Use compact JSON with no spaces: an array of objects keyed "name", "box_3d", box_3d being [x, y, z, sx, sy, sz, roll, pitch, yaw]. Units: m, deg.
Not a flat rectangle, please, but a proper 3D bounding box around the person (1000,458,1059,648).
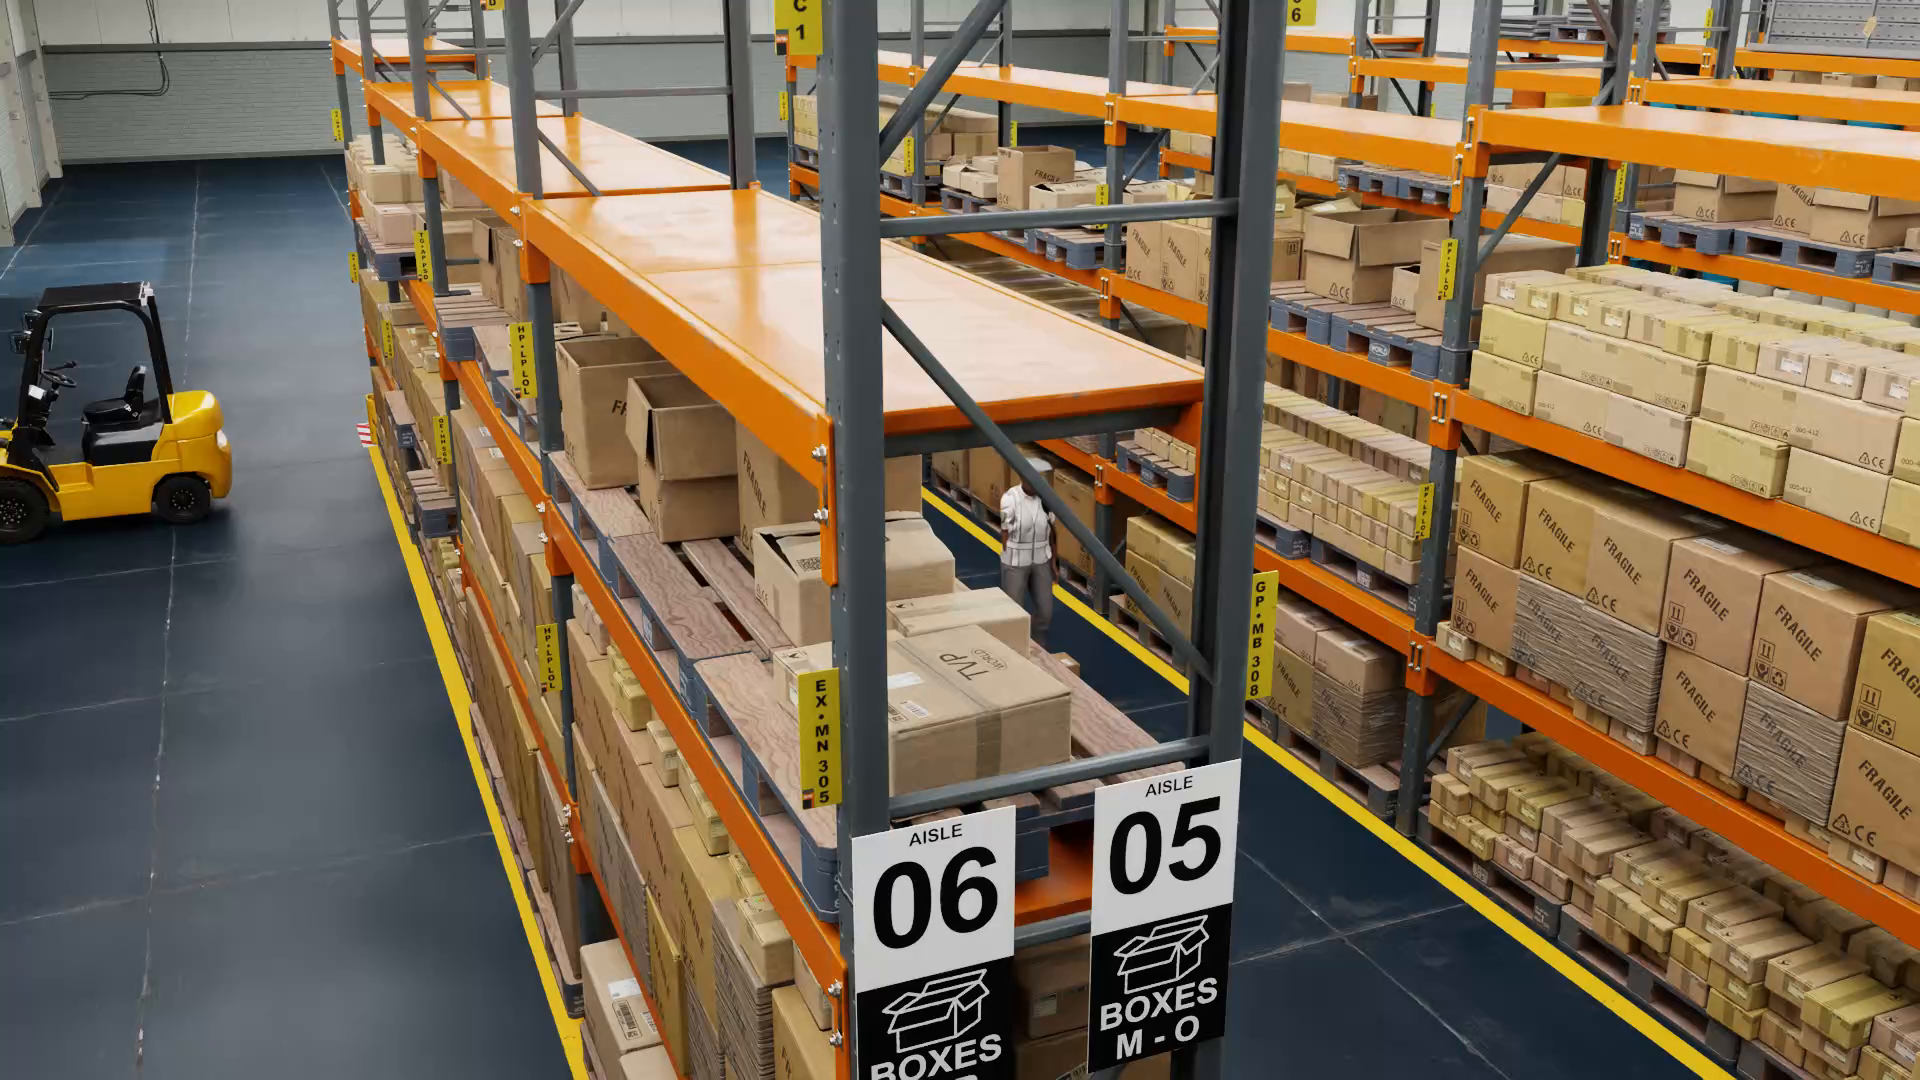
[{"name":"person","box_3d":[0.515,0.194,12.307,0.444,1.649,0.365,-8,20,-21]}]
